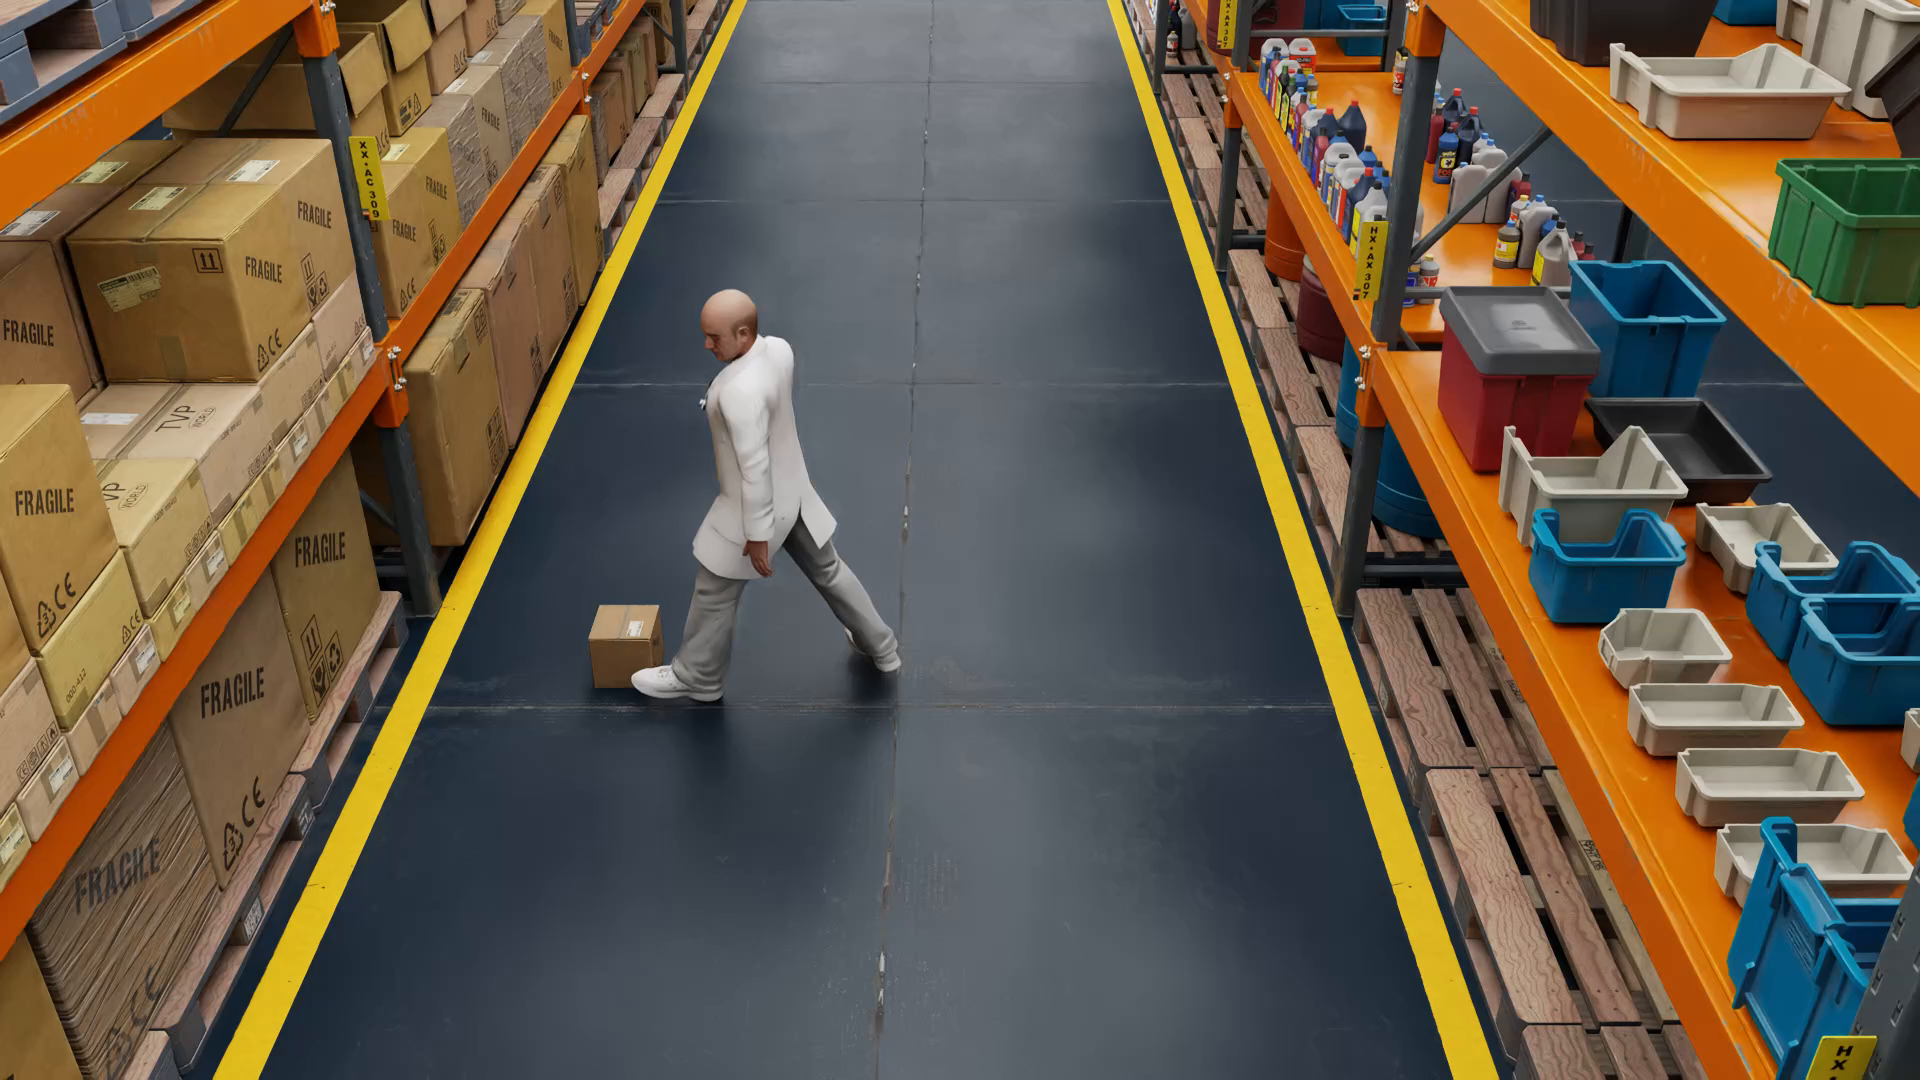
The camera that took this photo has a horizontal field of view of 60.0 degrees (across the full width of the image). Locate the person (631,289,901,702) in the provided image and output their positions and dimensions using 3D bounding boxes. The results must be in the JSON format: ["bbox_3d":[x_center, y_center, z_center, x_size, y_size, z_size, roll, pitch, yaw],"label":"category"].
[{"bbox_3d":[-0.757,-0.174,6.443,0.998,1.744,0.704,10,32,15],"label":"person"}]
